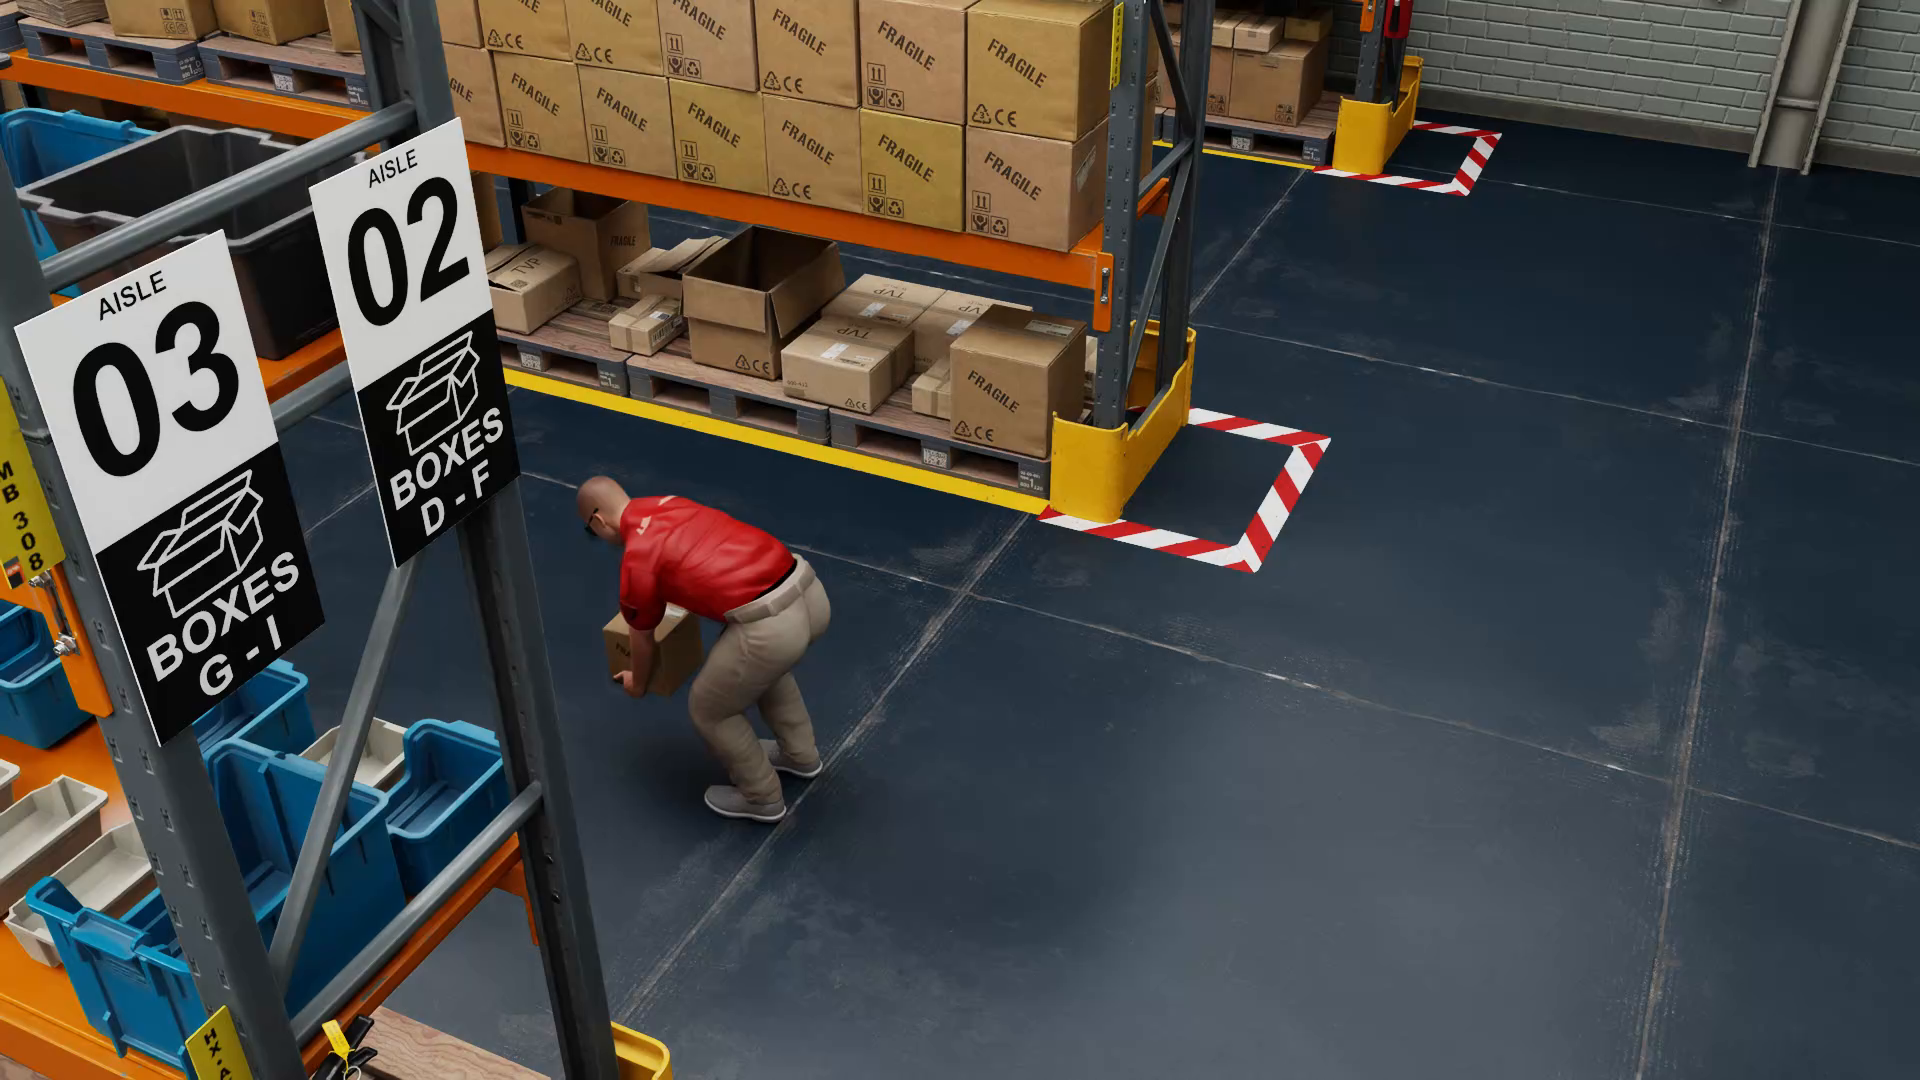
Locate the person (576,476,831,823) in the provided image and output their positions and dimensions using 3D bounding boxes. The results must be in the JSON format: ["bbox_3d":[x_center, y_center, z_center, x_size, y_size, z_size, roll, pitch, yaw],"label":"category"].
[{"bbox_3d":[-0.917,0.377,6.030,0.916,1.243,0.503,13,36,19],"label":"person"}]
